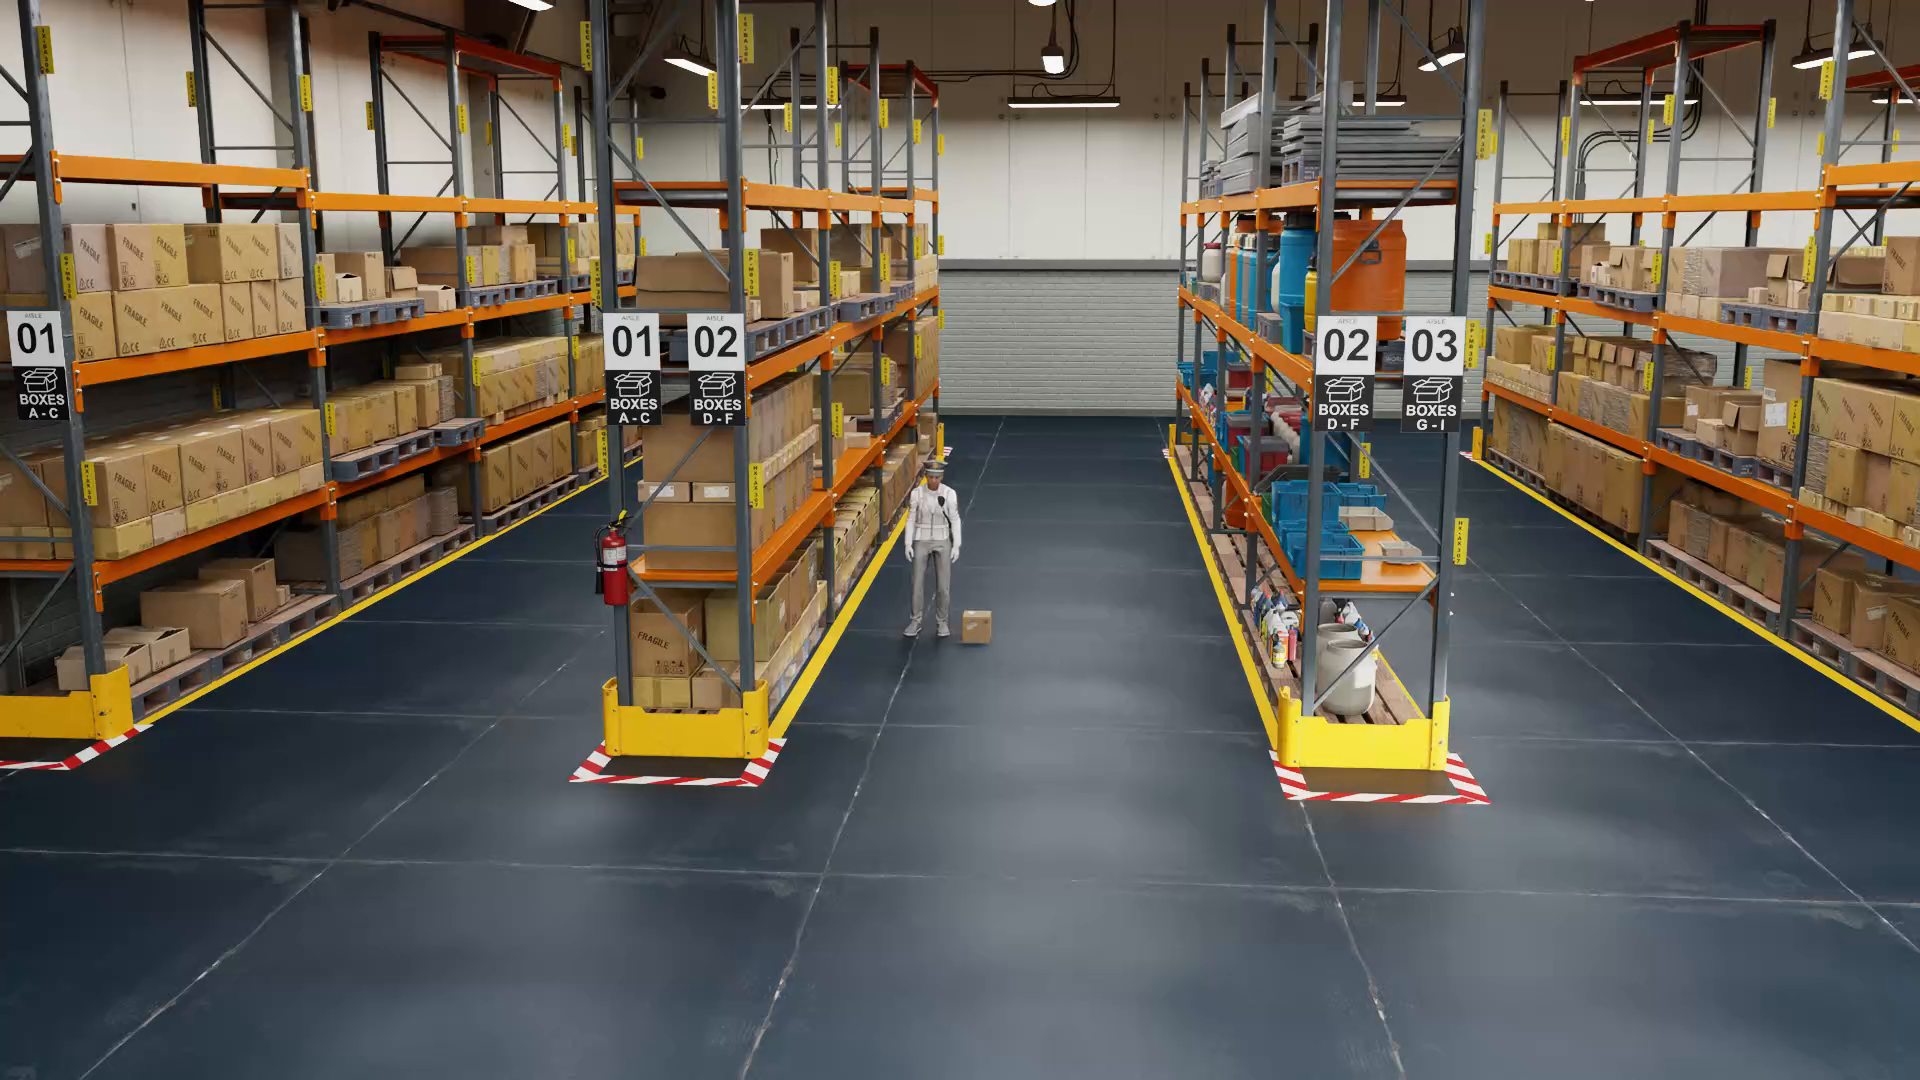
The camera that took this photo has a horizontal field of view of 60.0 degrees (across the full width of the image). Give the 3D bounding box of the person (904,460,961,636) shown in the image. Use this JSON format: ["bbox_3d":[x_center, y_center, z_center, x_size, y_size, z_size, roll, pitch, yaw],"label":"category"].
[{"bbox_3d":[-0.258,0.065,15.584,0.541,1.662,0.375,0,11,2],"label":"person"}]
